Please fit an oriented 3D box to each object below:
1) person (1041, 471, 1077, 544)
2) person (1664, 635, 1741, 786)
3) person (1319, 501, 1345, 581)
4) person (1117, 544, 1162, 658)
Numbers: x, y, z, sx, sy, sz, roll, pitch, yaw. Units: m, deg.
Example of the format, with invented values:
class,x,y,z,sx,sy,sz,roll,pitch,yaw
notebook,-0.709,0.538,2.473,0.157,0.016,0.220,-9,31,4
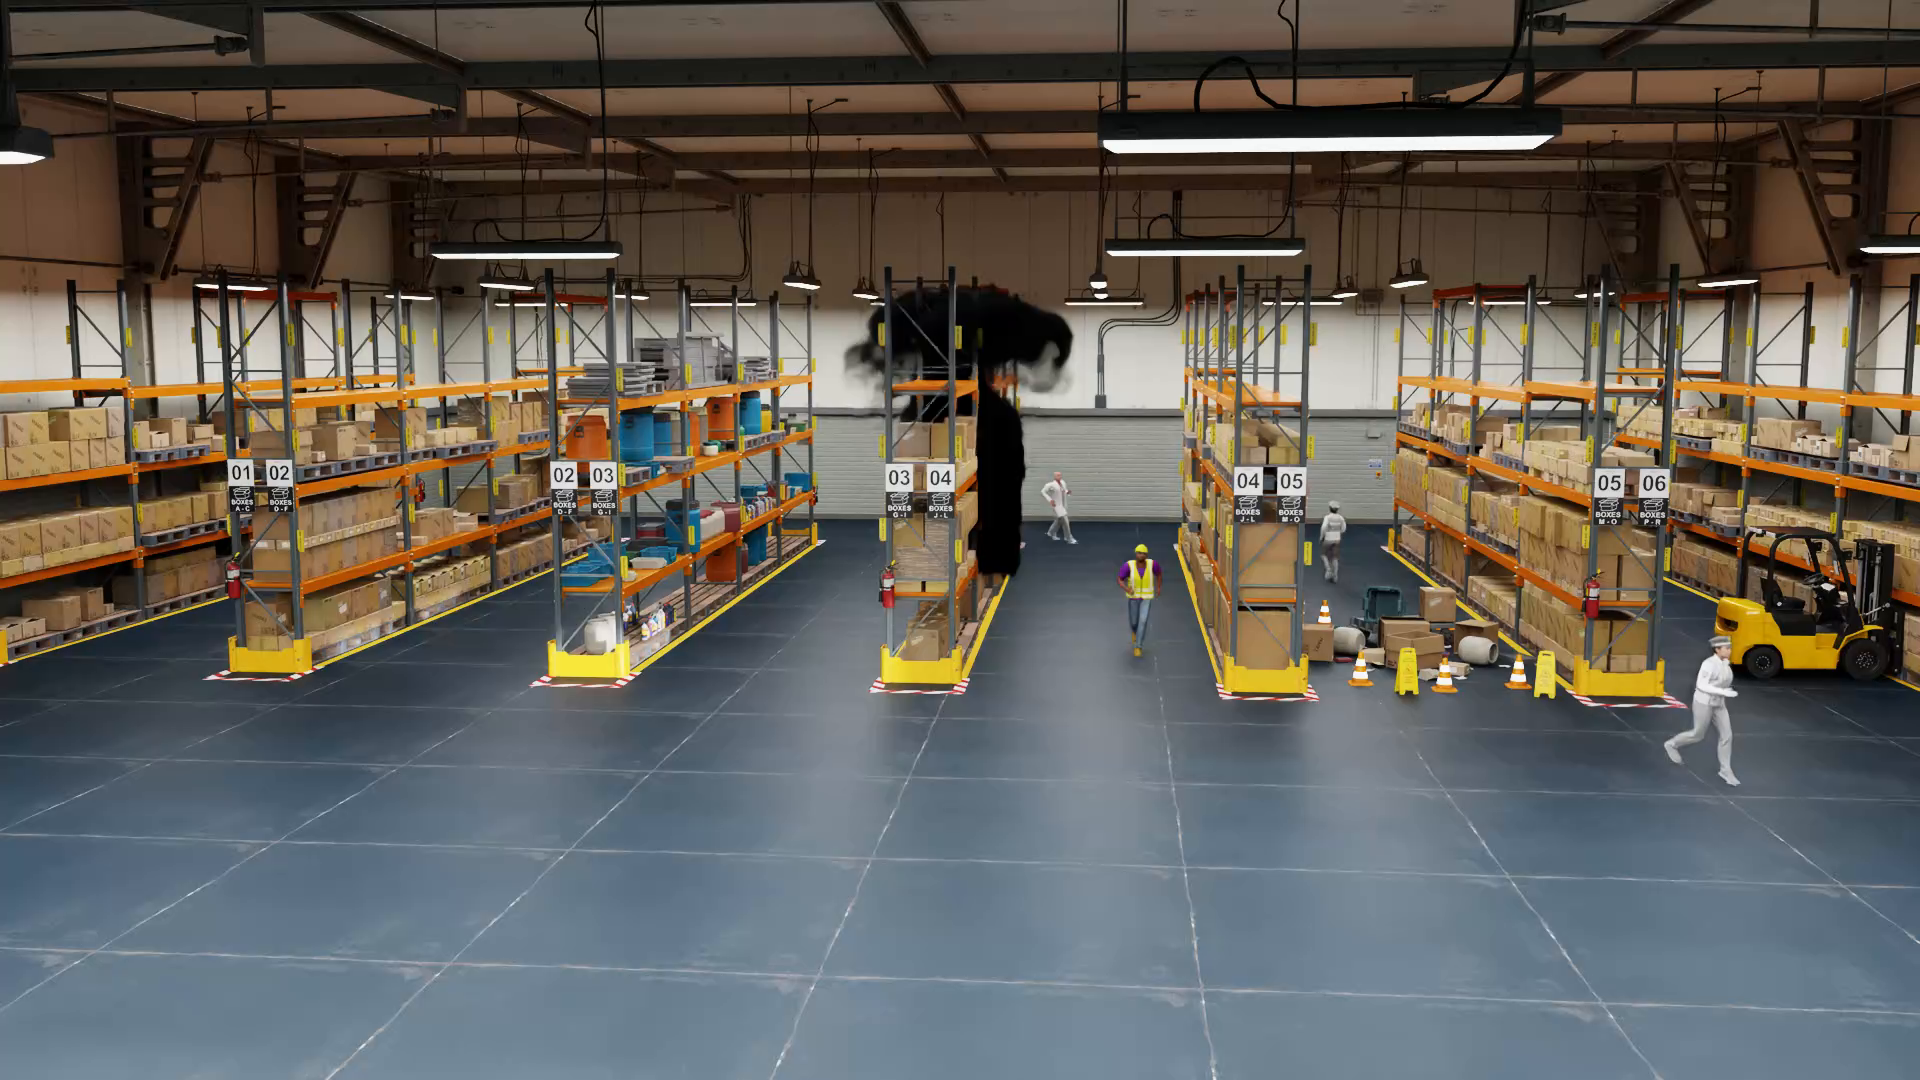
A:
class,x,y,z,sx,sy,sz,roll,pitch,yaw
person,2.376,-0.793,40.524,0.913,1.782,0.709,5,9,36
person,8.525,1.895,18.999,0.649,1.694,0.950,-5,8,-34
person,7.657,0.015,34.277,0.557,1.654,0.584,-1,7,-7
person,2.855,0.928,26.454,0.725,1.756,0.996,0,7,3
